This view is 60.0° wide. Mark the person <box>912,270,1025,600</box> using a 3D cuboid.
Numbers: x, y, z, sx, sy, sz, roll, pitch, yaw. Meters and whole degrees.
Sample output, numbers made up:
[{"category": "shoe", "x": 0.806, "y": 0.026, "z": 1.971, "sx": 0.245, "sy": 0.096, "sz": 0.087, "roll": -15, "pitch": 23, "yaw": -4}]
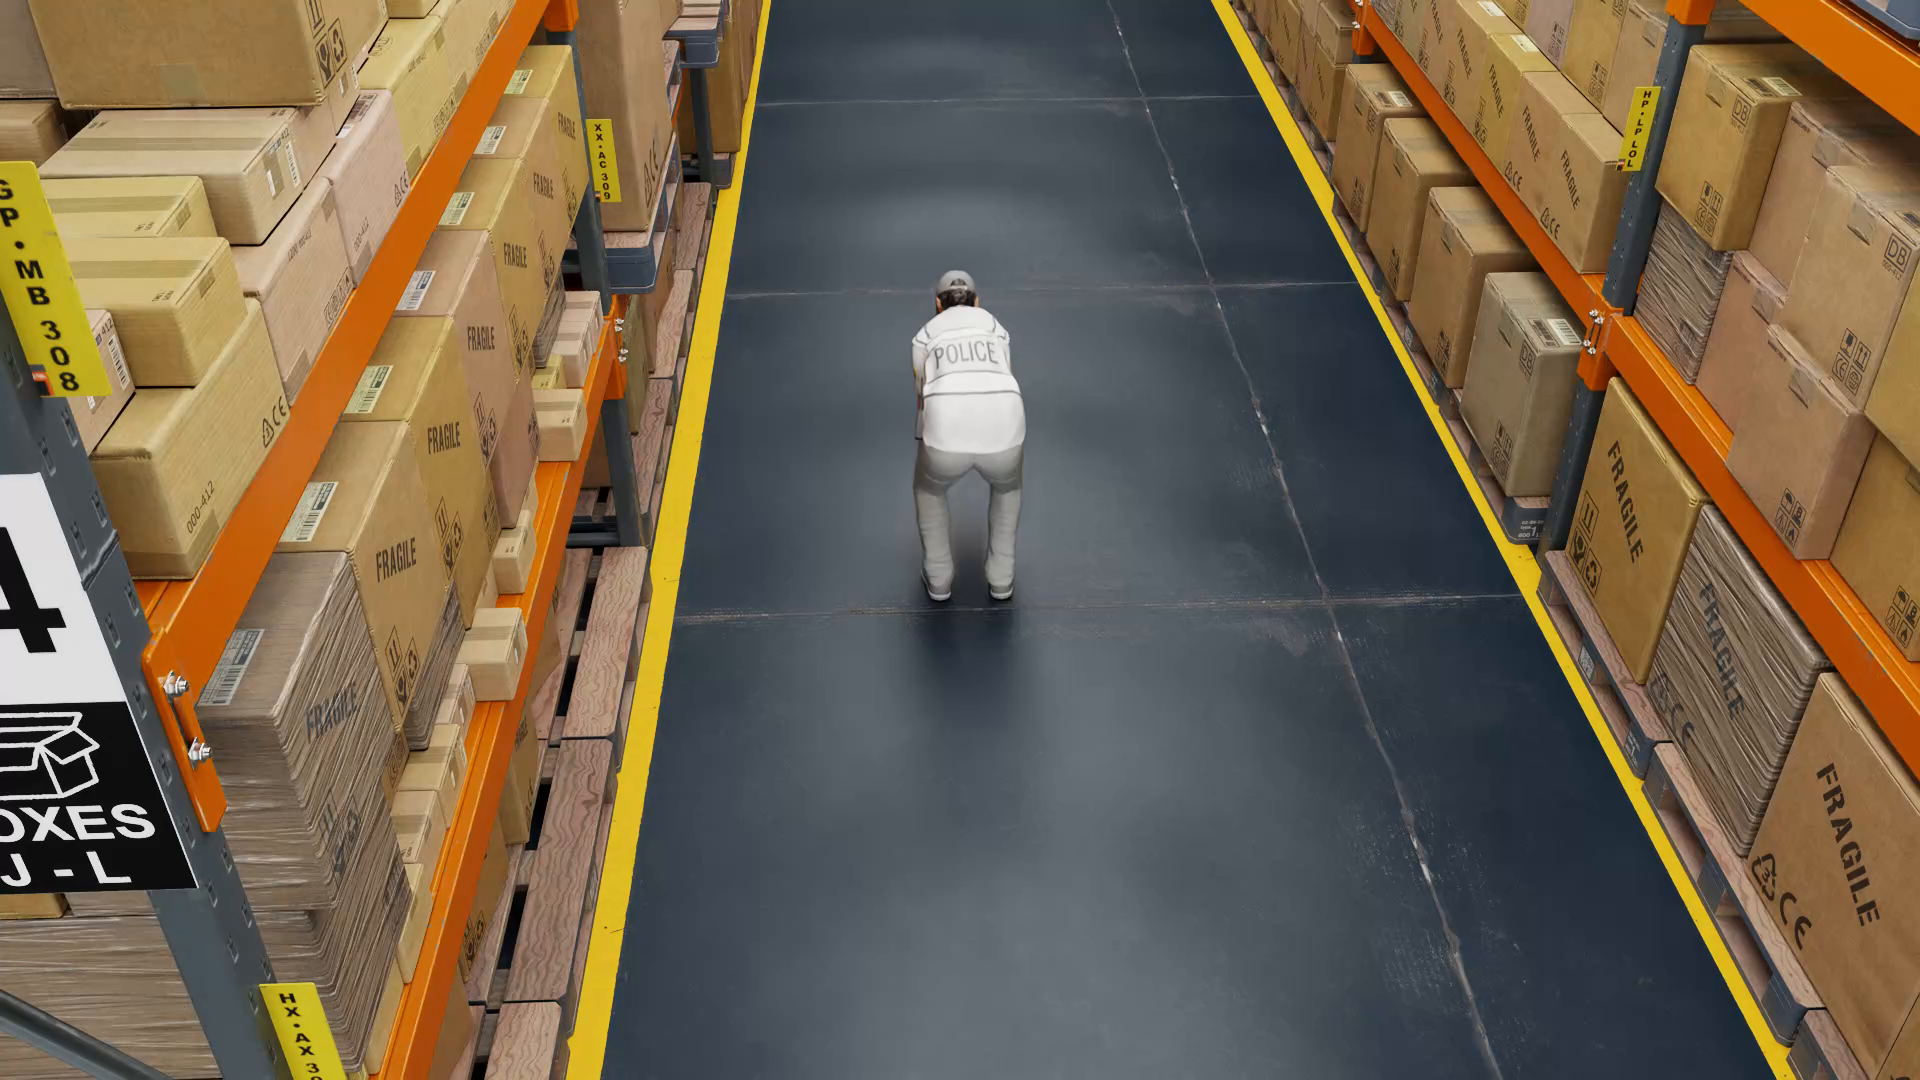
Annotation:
[{"category": "person", "x": 0.025, "y": -0.428, "z": 7.102, "sx": 0.473, "sy": 1.257, "sz": 0.870, "roll": -3, "pitch": 36, "yaw": -4}]
